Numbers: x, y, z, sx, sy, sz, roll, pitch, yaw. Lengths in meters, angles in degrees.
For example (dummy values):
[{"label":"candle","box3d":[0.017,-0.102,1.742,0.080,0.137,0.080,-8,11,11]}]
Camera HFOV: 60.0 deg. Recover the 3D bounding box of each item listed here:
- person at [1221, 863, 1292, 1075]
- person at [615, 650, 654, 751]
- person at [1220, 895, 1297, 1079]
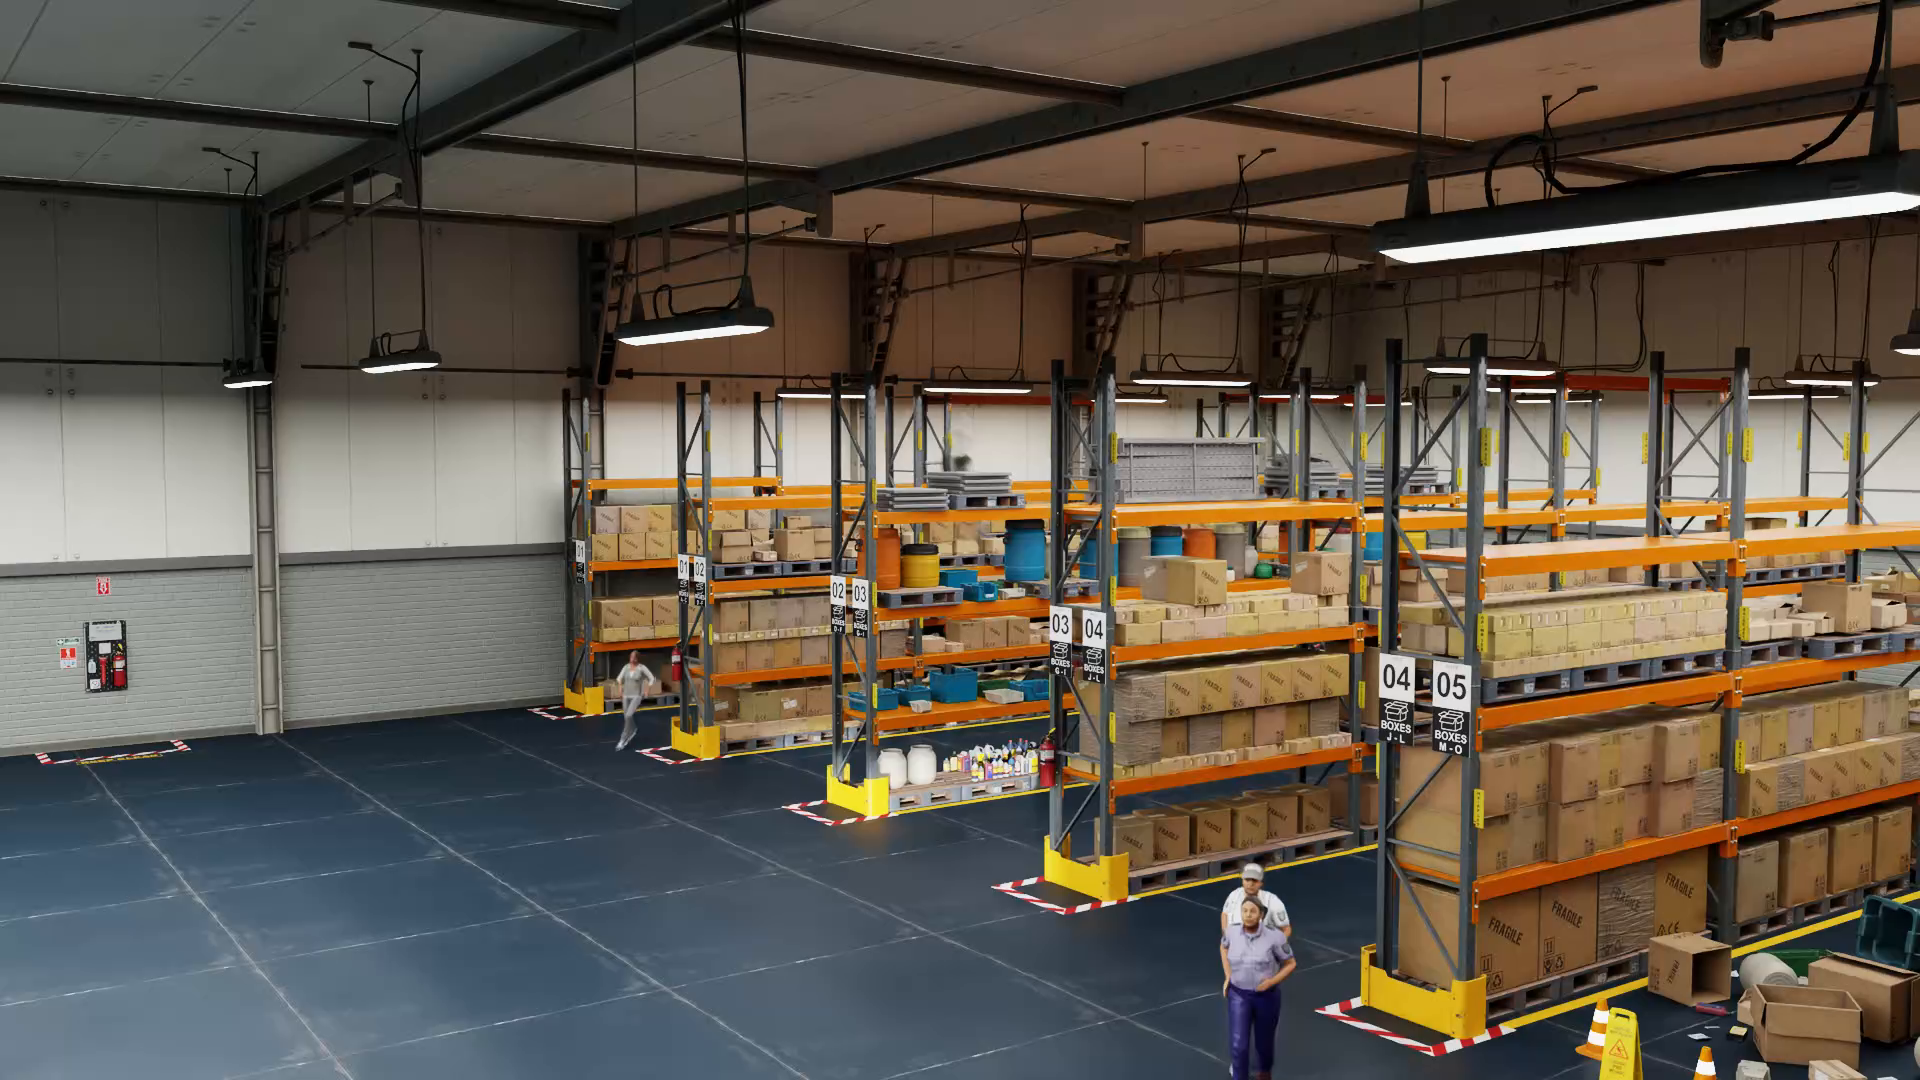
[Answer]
[{"label":"person","box3d":[2.422,3.478,13.712,0.622,1.678,0.863,2,4,26]},{"label":"person","box3d":[-5.378,2.614,27.380,0.594,1.609,0.780,1,4,17]},{"label":"person","box3d":[2.270,3.539,12.719,0.599,1.684,0.779,1,4,17]}]
